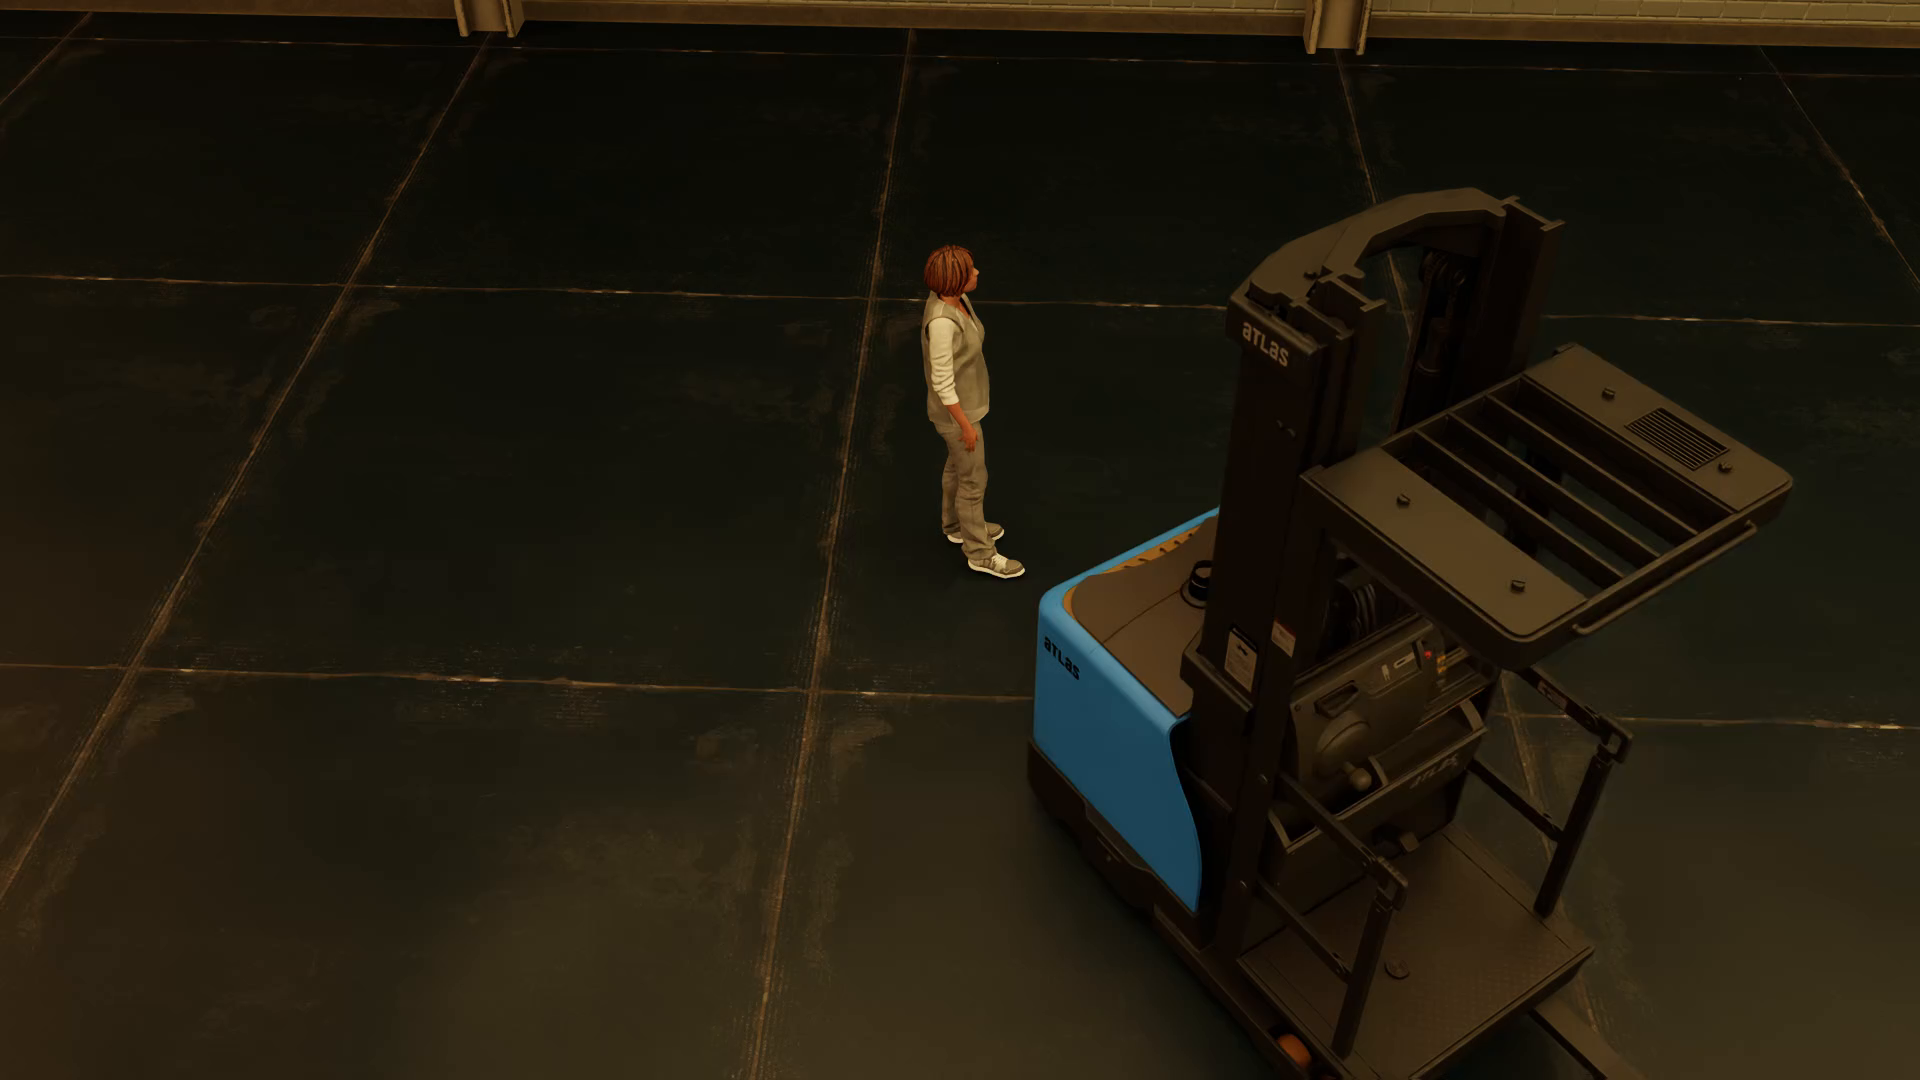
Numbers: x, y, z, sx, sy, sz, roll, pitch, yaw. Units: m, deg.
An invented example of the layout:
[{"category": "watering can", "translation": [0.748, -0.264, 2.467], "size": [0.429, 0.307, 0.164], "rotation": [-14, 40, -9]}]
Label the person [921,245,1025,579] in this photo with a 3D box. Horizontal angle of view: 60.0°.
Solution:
[{"category": "person", "translation": [0.074, -0.583, 7.360], "size": [0.473, 1.599, 0.520], "rotation": [2, 42, 2]}]

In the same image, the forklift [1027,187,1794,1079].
[{"category": "forklift", "translation": [1.519, 0.548, 5.141], "size": [1.130, 2.935, 3.031], "rotation": [-25, 48, -25]}]
